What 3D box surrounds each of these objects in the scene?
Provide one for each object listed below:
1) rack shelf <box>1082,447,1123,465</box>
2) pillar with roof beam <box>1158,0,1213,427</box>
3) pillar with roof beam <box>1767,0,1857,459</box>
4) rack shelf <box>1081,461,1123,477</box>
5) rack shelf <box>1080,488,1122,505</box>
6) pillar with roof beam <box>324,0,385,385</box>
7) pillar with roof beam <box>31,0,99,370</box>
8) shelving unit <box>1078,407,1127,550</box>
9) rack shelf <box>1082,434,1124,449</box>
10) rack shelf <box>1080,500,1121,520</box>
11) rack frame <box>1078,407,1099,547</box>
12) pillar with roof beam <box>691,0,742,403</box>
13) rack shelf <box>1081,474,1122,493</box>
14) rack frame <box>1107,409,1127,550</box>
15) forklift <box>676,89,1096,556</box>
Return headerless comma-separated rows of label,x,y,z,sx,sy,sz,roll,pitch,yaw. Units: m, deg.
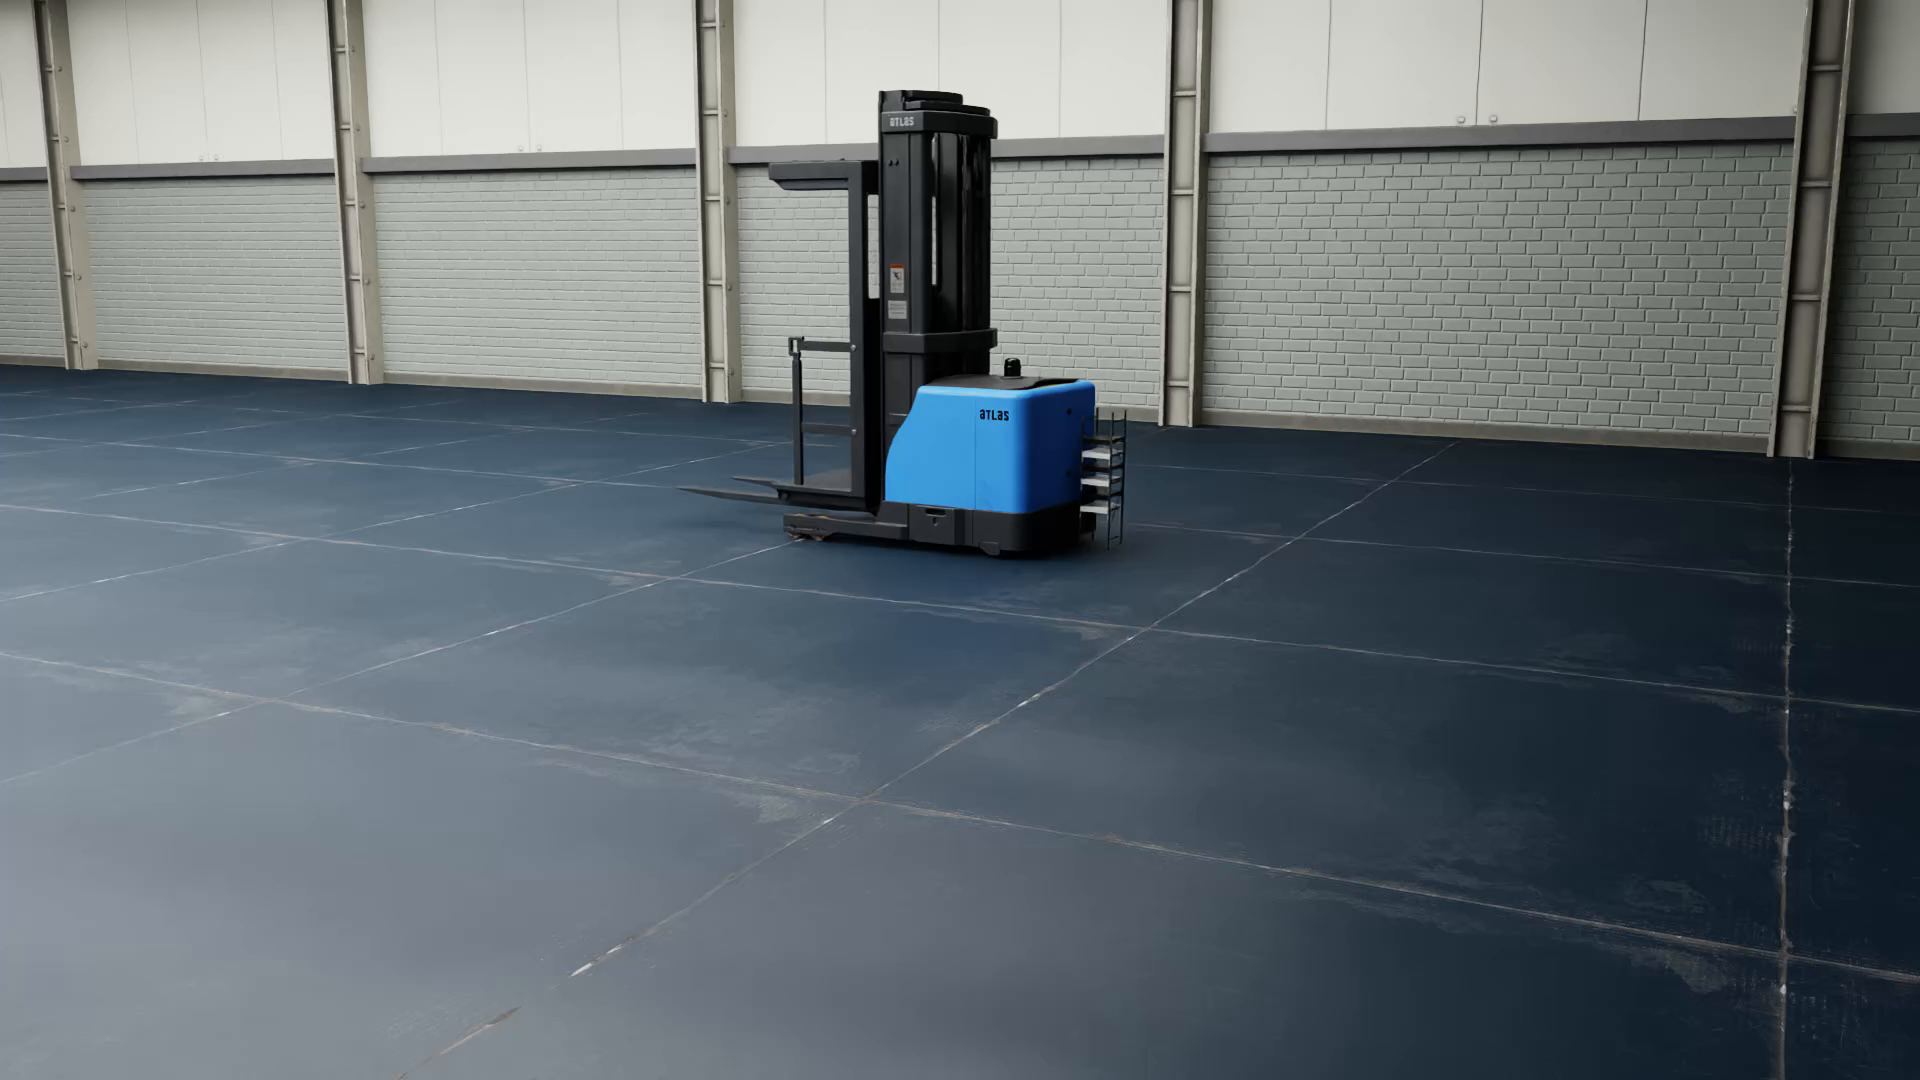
rack shelf,0.941,-0.551,10.909,0.200,0.077,0.258,7,12,28
pillar with roof beam,0.503,-5.003,13.604,0.400,9.000,9.100,5,11,26
pillar with roof beam,5.883,-4.530,10.992,0.400,9.000,9.100,5,11,26
rack shelf,0.939,-0.462,10.926,0.200,0.077,0.258,7,12,28
rack shelf,0.936,-0.286,10.960,0.200,0.077,0.258,7,12,28
pillar with roof beam,-10.259,-5.948,18.829,0.400,9.000,9.100,5,11,26
pillar with roof beam,-15.639,-6.421,21.442,0.400,9.000,9.100,5,11,26
shelving unit,0.938,-0.407,10.936,0.210,0.900,0.258,7,12,28
rack shelf,0.942,-0.639,10.892,0.200,0.077,0.258,7,12,28
rack shelf,0.934,-0.197,10.977,0.200,0.077,0.258,7,12,28
rack frame,0.849,-0.417,10.984,0.006,0.900,0.240,7,12,28
pillar with roof beam,-4.878,-5.476,16.217,0.400,9.000,9.100,5,11,26
rack shelf,0.938,-0.374,10.943,0.200,0.077,0.258,7,12,28
rack frame,1.028,-0.396,10.889,0.006,0.900,0.240,7,12,28
forklift,-0.606,-1.515,11.370,3.031,2.935,1.130,6,12,31
